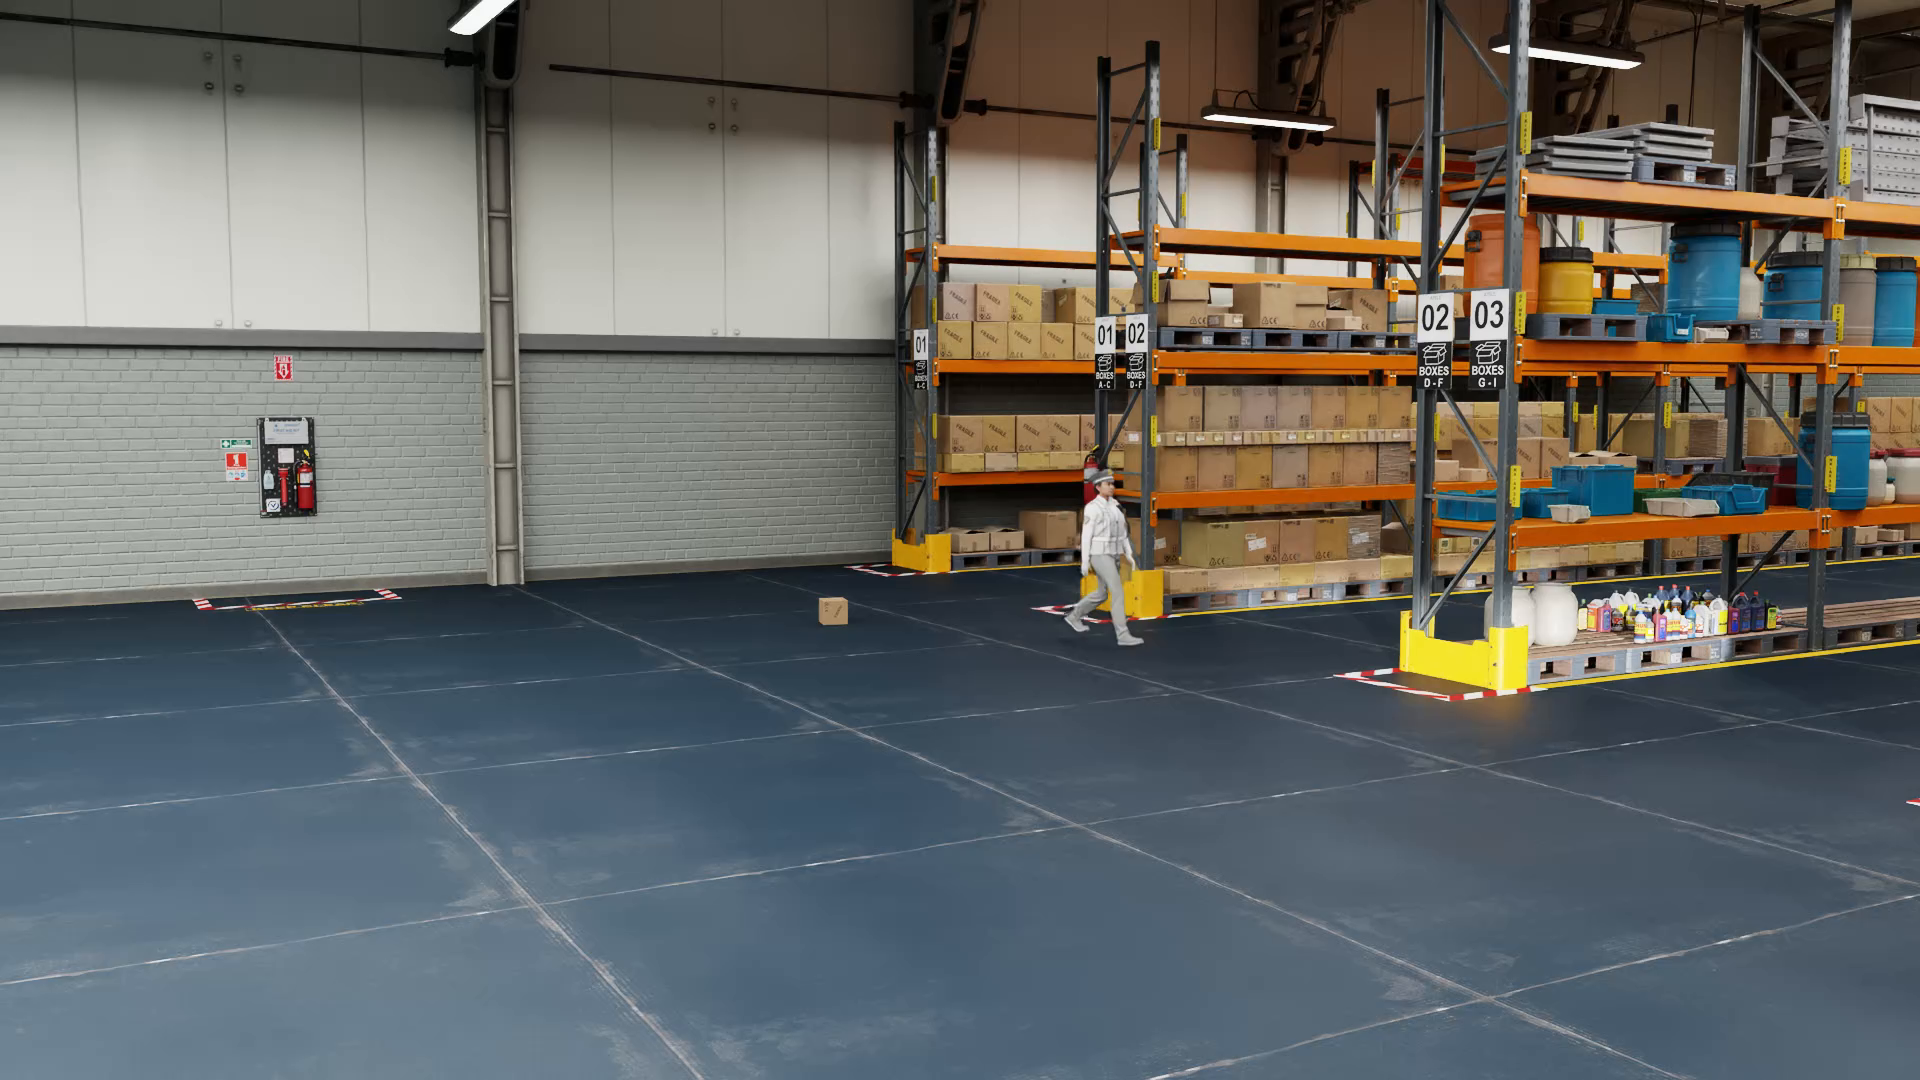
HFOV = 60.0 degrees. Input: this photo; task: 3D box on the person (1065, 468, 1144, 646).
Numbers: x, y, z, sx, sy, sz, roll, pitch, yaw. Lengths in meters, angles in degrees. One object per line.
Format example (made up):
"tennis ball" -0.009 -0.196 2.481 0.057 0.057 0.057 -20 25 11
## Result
"person" 1.368 0.142 15.689 0.992 1.642 0.482 4 7 40
